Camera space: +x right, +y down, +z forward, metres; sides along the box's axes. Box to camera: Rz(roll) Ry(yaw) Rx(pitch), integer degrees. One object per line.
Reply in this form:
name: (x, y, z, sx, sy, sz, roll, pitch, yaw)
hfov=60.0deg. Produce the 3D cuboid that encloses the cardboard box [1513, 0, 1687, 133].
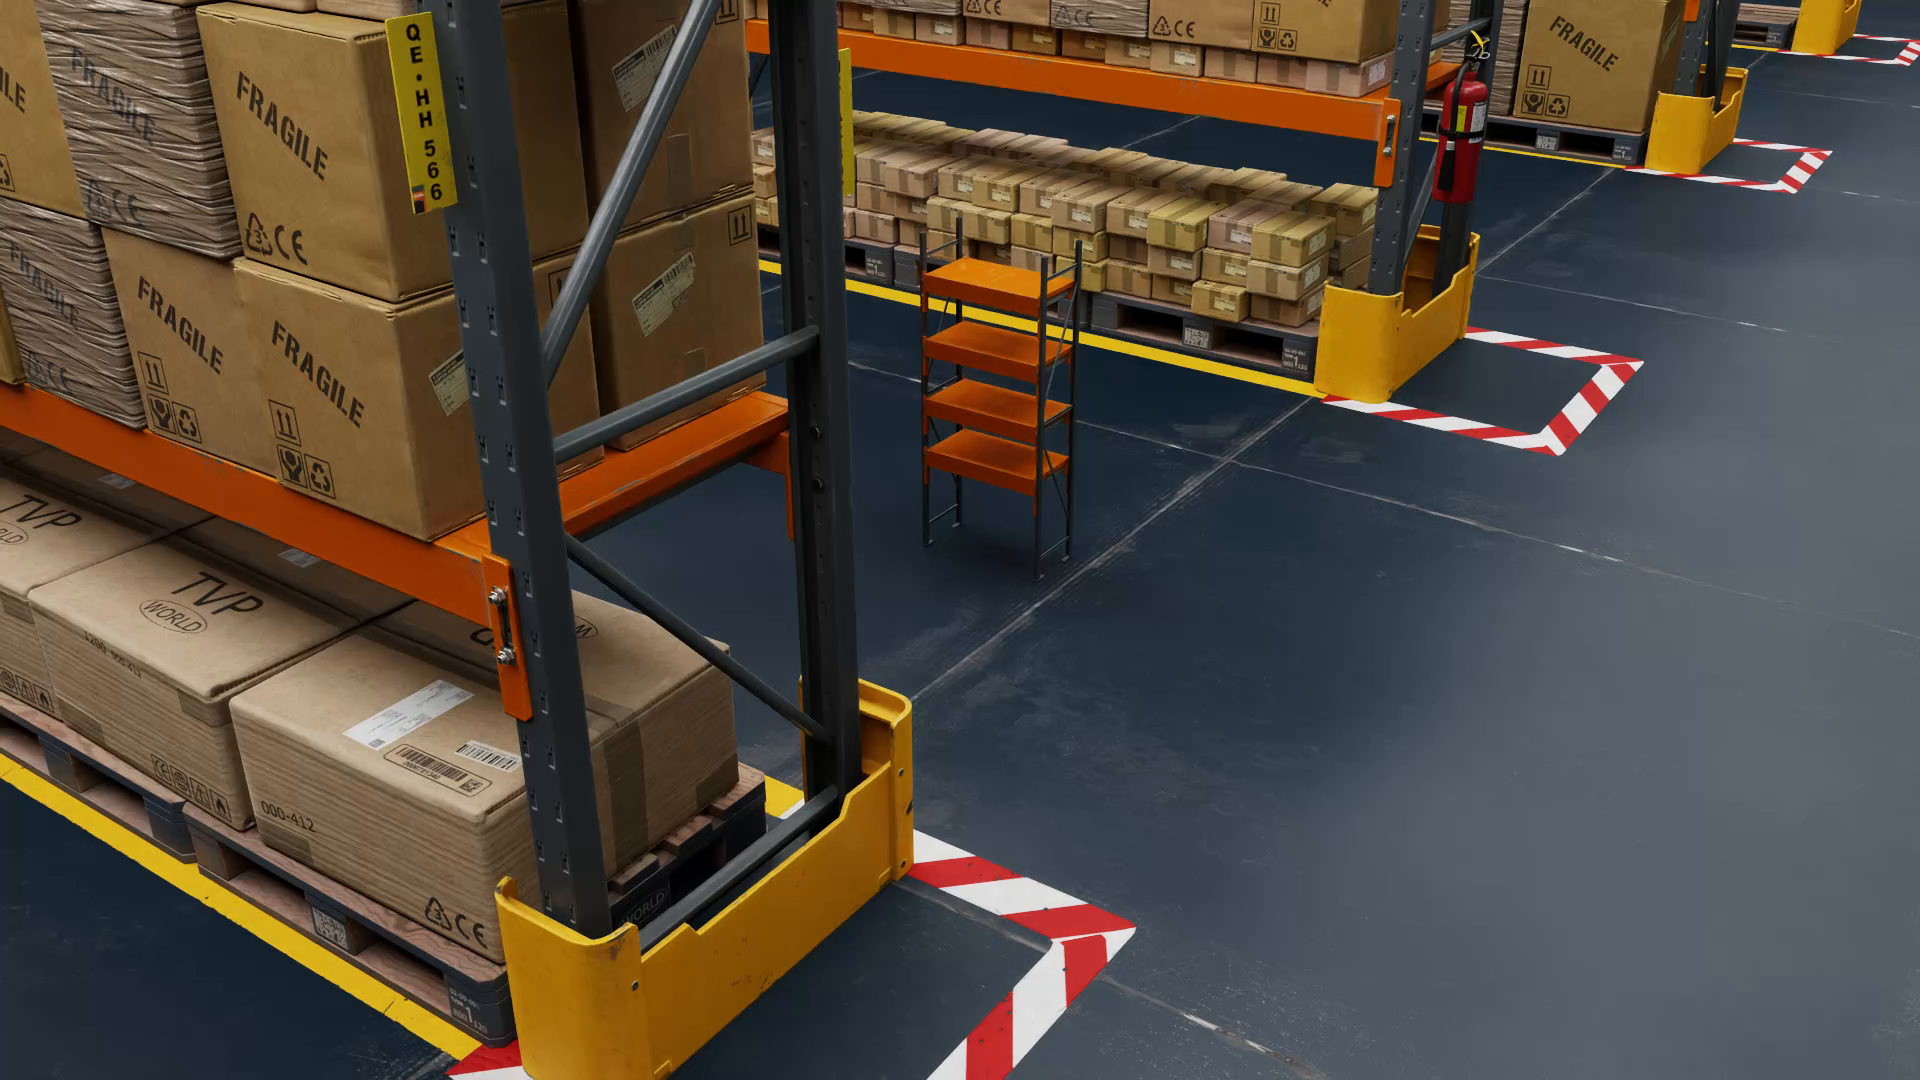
cardboard box: (4.446, -3.380, 11.464, 0.875, 0.875, 0.875, 17, 32, 30)

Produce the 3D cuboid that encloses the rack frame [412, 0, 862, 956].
rack frame: (-0.592, -0.301, 3.533, 0.127, 3.000, 1.000, 17, 32, 30)

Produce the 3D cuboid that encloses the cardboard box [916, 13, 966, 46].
cardboard box: (-0.008, -2.577, 8.284, 0.250, 0.149, 0.380, 19, 33, 32)

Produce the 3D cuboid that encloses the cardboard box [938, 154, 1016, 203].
cardboard box: (0.090, -1.887, 8.676, 0.250, 0.149, 0.380, 16, 31, 28)

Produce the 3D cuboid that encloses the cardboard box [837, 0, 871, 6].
cardboard box: (-0.492, -3.036, 8.470, 0.500, 0.500, 0.500, 17, 32, 30)

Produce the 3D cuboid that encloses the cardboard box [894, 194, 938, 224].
cardboard box: (-0.137, -1.810, 8.853, 0.250, 0.149, 0.380, 19, 33, 33)

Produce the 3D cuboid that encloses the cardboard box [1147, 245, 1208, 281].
cardboard box: (1.102, -1.388, 8.022, 0.250, 0.149, 0.380, 16, 31, 28)

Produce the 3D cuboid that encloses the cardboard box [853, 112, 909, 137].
cardboard box: (-0.496, -2.341, 9.568, 0.250, 0.149, 0.380, 18, 32, 31)

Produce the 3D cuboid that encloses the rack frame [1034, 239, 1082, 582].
rack frame: (0.338, -0.430, 5.771, 0.015, 1.200, 0.240, 17, 32, 30)

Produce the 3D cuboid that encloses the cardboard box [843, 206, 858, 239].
cardboard box: (-0.598, -1.795, 9.149, 0.250, 0.149, 0.380, 17, 32, 30)

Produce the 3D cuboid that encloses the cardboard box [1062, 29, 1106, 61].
cardboard box: (0.687, -2.407, 7.949, 0.250, 0.149, 0.380, 16, 31, 28)

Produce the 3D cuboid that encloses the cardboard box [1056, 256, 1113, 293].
cardboard box: (0.681, -1.380, 8.334, 0.250, 0.149, 0.380, 16, 31, 28)

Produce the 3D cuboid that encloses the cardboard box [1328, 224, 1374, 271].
cardboard box: (1.841, -1.457, 8.158, 0.250, 0.149, 0.380, 19, 32, 32)

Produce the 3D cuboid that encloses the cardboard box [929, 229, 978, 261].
cardboard box: (0.041, -1.589, 8.746, 0.250, 0.149, 0.380, 16, 31, 29)

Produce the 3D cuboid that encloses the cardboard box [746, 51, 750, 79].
cardboard box: (-1.629, -2.900, 10.108, 0.500, 0.250, 0.500, 16, 31, 28)

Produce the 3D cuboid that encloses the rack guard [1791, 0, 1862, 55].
rack guard: (7.851, -4.742, 15.017, 0.348, 0.500, 1.175, 17, 32, 30)

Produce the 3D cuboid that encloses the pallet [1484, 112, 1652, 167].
pallet: (4.316, -2.939, 11.792, 1.213, 0.211, 1.003, 17, 32, 30)

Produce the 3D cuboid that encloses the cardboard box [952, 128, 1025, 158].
cardboard box: (0.159, -2.149, 9.190, 0.250, 0.149, 0.380, 16, 31, 28)

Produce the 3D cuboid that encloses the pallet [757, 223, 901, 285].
pallet: (-0.596, -1.802, 9.559, 1.213, 0.211, 1.003, 17, 32, 30)

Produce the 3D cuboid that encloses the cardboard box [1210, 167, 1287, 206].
cardboard box: (1.458, -1.759, 8.423, 0.250, 0.149, 0.380, 17, 32, 30)

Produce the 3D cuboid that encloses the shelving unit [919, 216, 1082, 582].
shelving unit: (0.136, -0.492, 5.894, 0.503, 1.200, 0.258, 17, 32, 30)

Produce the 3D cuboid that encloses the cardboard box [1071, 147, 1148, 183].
cardboard box: (0.792, -1.951, 8.801, 0.250, 0.149, 0.380, 18, 32, 31)

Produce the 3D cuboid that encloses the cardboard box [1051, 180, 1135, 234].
cardboard box: (0.657, -1.643, 8.196, 0.250, 0.149, 0.380, 19, 32, 32)

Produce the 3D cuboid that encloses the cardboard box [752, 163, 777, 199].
cardboard box: (-1.052, -2.041, 9.305, 0.250, 0.149, 0.380, 19, 33, 33)

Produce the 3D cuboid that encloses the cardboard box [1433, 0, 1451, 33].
cardboard box: (1.914, -2.573, 7.560, 0.500, 0.500, 0.500, 19, 33, 33)

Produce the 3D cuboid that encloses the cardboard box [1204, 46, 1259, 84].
cardboard box: (1.300, -2.180, 7.503, 0.250, 0.149, 0.380, 17, 32, 30)

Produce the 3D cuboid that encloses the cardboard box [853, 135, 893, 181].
cardboard box: (-0.573, -2.081, 9.056, 0.250, 0.149, 0.380, 17, 31, 30)

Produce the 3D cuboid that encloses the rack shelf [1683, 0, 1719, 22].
rack shelf: (3.371, -4.199, 11.986, 4.000, 0.370, 1.077, 17, 32, 30)

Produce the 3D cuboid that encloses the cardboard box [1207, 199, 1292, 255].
cardboard box: (1.373, -1.486, 7.887, 0.250, 0.149, 0.380, 18, 32, 31)

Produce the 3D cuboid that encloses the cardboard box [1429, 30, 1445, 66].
cardboard box: (2.046, -2.271, 7.682, 0.250, 0.149, 0.380, 17, 32, 30)

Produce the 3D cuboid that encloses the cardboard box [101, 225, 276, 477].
cardboard box: (-1.544, -0.505, 3.824, 0.500, 0.500, 0.500, 17, 31, 29)

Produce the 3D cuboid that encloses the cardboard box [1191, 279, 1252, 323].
cardboard box: (1.306, -1.179, 7.940, 0.250, 0.149, 0.380, 18, 32, 32)

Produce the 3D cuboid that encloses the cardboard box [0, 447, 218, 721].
cardboard box: (-2.694, 0.058, 5.191, 0.875, 0.438, 0.875, 16, 31, 29)

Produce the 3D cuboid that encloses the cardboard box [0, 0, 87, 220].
cardboard box: (-1.977, -1.077, 3.846, 0.500, 0.500, 0.500, 17, 32, 30)

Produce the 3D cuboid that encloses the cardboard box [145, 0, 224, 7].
cardboard box: (-1.484, -1.188, 3.350, 0.250, 0.149, 0.380, 17, 32, 30)

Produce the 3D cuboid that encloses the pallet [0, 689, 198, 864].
pallet: (-2.296, 0.453, 5.128, 1.213, 0.211, 1.003, 17, 32, 30)

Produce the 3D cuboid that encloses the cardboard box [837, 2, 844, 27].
cardboard box: (-0.617, -2.810, 8.741, 0.250, 0.149, 0.380, 16, 31, 28)

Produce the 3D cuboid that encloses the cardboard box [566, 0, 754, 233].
cardboard box: (-0.826, -1.021, 3.736, 0.500, 0.500, 0.500, 17, 31, 29)

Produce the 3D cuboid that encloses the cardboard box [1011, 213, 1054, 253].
cardboard box: (0.467, -1.589, 8.417, 0.250, 0.149, 0.380, 19, 33, 33)

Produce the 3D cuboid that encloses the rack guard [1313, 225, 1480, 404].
rack guard: (2.065, -1.083, 7.826, 0.348, 0.500, 1.175, 17, 32, 30)

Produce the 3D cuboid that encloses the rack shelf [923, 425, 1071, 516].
rack shelf: (0.136, -0.255, 6.015, 0.480, 0.148, 0.258, 17, 32, 30)

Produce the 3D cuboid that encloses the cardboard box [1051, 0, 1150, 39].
cardboard box: (0.767, -2.634, 7.681, 0.500, 0.500, 0.500, 17, 32, 30)
